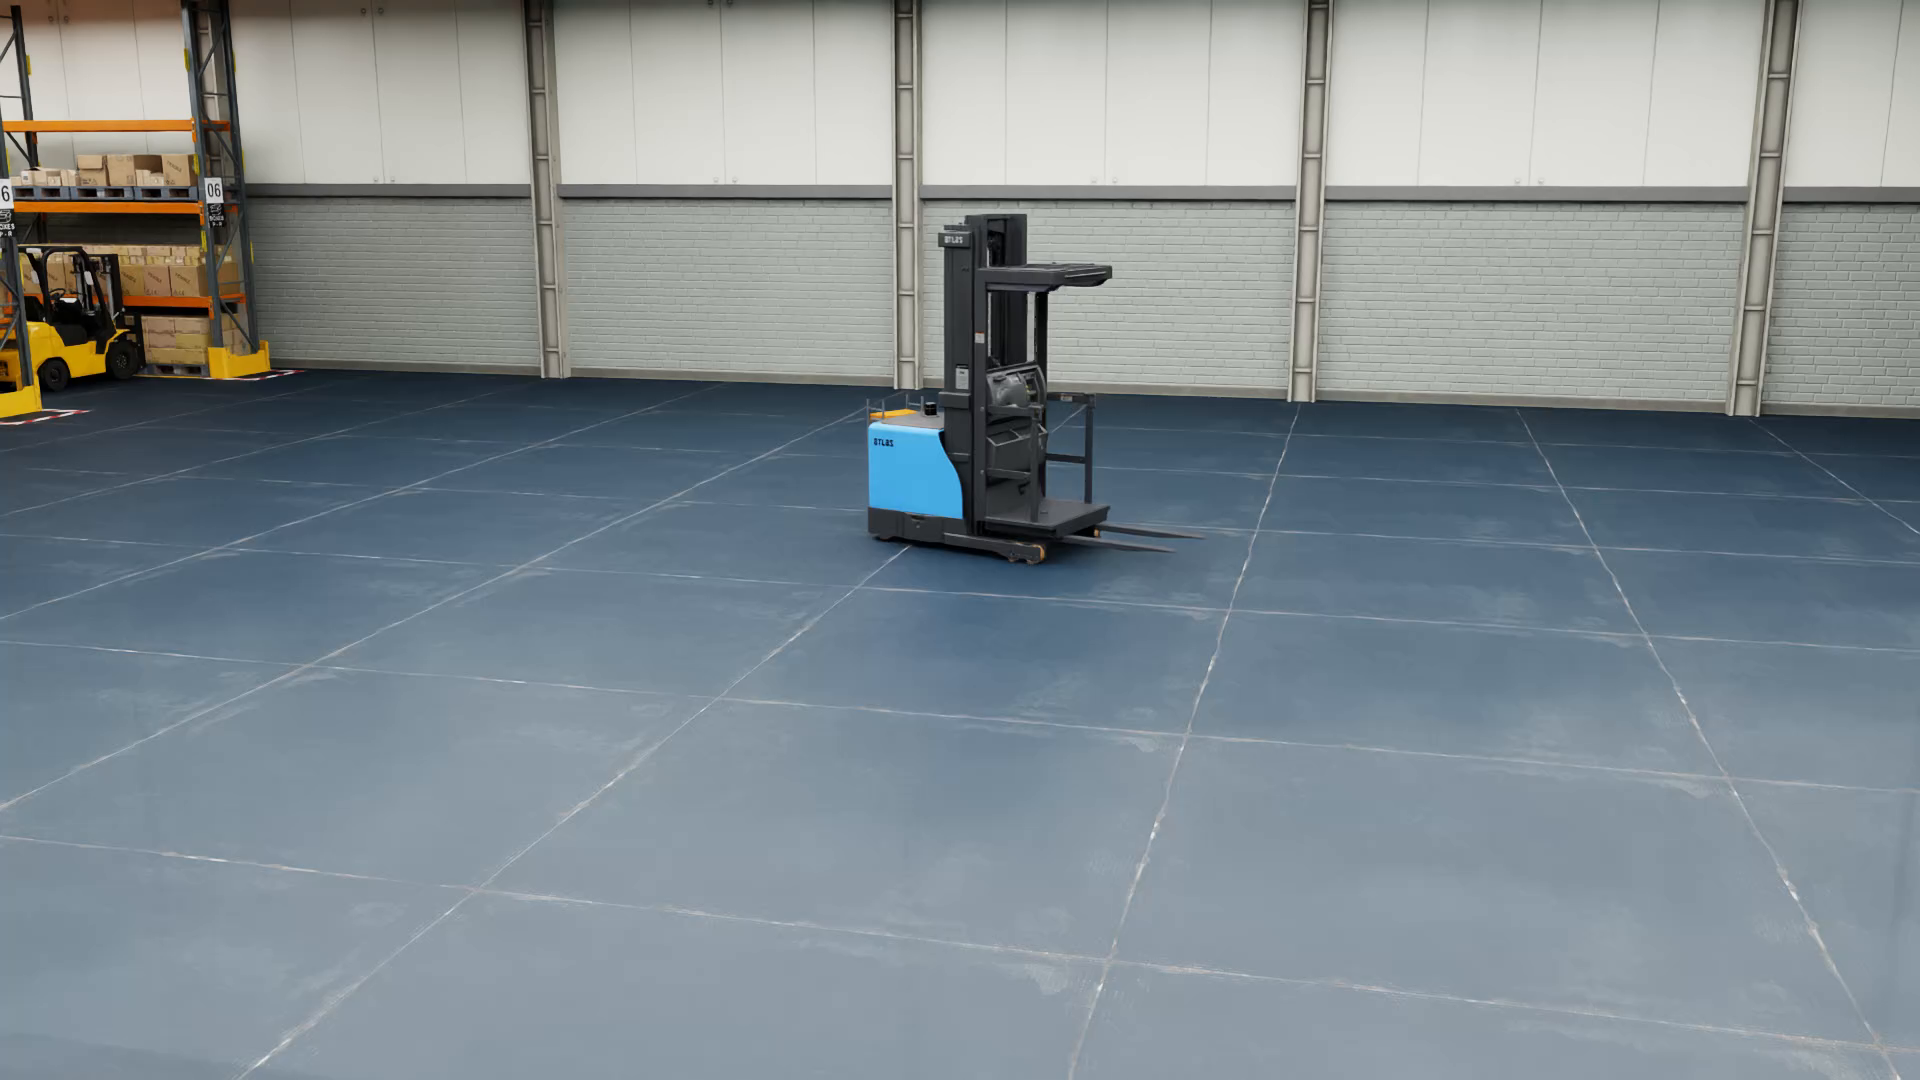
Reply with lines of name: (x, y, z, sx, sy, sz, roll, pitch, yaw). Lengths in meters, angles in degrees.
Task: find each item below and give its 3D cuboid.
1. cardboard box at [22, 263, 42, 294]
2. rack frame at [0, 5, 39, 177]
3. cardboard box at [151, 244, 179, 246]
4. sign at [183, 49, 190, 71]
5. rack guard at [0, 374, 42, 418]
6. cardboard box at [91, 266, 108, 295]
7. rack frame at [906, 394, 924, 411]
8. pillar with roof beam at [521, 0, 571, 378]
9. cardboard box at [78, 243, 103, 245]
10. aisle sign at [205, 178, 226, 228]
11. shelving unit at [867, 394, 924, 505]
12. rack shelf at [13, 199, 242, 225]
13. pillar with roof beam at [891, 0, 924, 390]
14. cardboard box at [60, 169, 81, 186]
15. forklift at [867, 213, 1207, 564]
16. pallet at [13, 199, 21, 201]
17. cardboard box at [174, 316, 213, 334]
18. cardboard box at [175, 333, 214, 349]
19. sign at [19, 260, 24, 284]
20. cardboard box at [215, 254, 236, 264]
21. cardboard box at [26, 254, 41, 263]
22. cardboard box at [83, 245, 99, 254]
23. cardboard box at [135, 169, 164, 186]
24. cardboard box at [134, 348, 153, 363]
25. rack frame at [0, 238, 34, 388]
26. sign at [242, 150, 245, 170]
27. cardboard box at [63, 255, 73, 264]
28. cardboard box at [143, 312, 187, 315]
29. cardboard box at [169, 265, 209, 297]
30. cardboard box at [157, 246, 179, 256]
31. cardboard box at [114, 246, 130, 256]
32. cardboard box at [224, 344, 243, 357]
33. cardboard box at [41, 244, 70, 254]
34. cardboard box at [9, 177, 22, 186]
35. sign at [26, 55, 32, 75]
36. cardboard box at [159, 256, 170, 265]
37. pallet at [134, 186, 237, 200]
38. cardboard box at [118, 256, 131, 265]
cardboard box: (-15.503, -4.403, 27.924, 0.500, 0.500, 0.500, 3, 13, 12)
rack frame: (-15.871, -7.361, 27.636, 0.127, 3.000, 1.000, 3, 13, 14)
cardboard box: (-13.267, -4.854, 27.770, 0.250, 0.149, 0.380, 3, 13, 15)
sign: (-12.131, -7.535, 26.080, 0.005, 0.325, 0.100, 3, 13, 14)
rack guard: (-13.247, -1.964, 22.934, 0.348, 0.500, 1.175, 3, 13, 14)
cardboard box: (-14.018, -4.323, 27.563, 0.500, 0.500, 0.500, 3, 13, 14)
rack frame: (-0.434, -0.798, 16.060, 0.015, 1.200, 0.240, -11, 17, -42)
pillar with roof beam: (-7.654, -6.163, 22.234, 0.400, 9.000, 9.100, 3, 13, 14)
cardboard box: (-14.737, -4.958, 28.238, 0.250, 0.149, 0.380, 3, 13, 12)
aisle sign: (-11.994, -5.429, 26.775, 0.004, 0.787, 0.394, 3, 13, 14)
shelving unit: (-0.612, -0.762, 15.898, 0.503, 1.200, 0.258, -11, 17, -42)
rack shelf: (-13.929, -5.442, 27.571, 4.000, 0.370, 1.077, 3, 13, 14)
pillar with roof beam: (-1.829, -5.851, 20.831, 0.400, 9.000, 9.100, 3, 13, 14)
cardboard box: (-14.503, -5.944, 27.285, 0.258, 0.266, 0.396, 3, 13, 12)
forklift: (0.673, -1.354, 14.570, 3.031, 2.935, 1.130, 8, 15, 31)
pallet: (-16.730, -5.846, 28.176, 1.217, 0.209, 0.805, 3, 13, 11)
cardboard box: (-12.509, -3.534, 27.307, 0.500, 0.250, 0.500, 4, 13, 15)
cardboard box: (-12.535, -3.291, 27.366, 0.500, 0.250, 0.500, 3, 13, 13)
sign: (-13.043, -3.718, 23.066, 0.005, 0.325, 0.100, 3, 13, 14)
cardboard box: (-12.255, -4.662, 27.595, 0.250, 0.149, 0.380, 3, 13, 12)
cardboard box: (-15.373, -4.713, 27.822, 0.250, 0.149, 0.380, 3, 13, 15)
cardboard box: (-14.363, -4.814, 27.591, 0.250, 0.149, 0.380, 3, 13, 13)
cardboard box: (-13.111, -5.870, 26.949, 0.258, 0.266, 0.396, 3, 13, 14)
cardboard box: (-13.483, -3.101, 27.664, 0.500, 0.250, 0.500, 3, 13, 14)
rack frame: (-13.173, -3.181, 22.645, 0.127, 3.000, 1.000, 3, 13, 14)
sign: (-11.849, -6.271, 27.447, 0.005, 0.325, 0.100, 3, 13, 14)
cardboard box: (-14.637, -4.663, 27.597, 0.250, 0.149, 0.380, 3, 13, 13)
cardboard box: (-13.378, -3.694, 28.027, 0.500, 0.250, 0.500, 3, 13, 13)
cardboard box: (-12.528, -4.244, 27.206, 0.500, 0.500, 0.500, 3, 13, 12)
cardboard box: (-12.893, -4.724, 27.185, 0.250, 0.149, 0.380, 3, 13, 15)
cardboard box: (-13.649, -4.755, 27.325, 0.250, 0.149, 0.380, 3, 13, 15)
cardboard box: (-12.418, -3.154, 27.903, 0.500, 0.250, 0.500, 3, 13, 14)
cardboard box: (-15.107, -4.858, 27.790, 0.250, 0.149, 0.380, 3, 13, 12)
cardboard box: (-15.508, -5.941, 27.539, 0.250, 0.149, 0.380, 3, 13, 15)
sign: (-15.714, -8.010, 28.038, 0.005, 0.325, 0.100, 3, 13, 14)
cardboard box: (-12.884, -4.583, 27.235, 0.250, 0.149, 0.380, 3, 13, 15)
pallet: (-12.668, -5.688, 27.225, 1.213, 0.211, 1.003, 3, 13, 14)
cardboard box: (-13.643, -4.611, 27.362, 0.250, 0.149, 0.380, 3, 13, 14)
